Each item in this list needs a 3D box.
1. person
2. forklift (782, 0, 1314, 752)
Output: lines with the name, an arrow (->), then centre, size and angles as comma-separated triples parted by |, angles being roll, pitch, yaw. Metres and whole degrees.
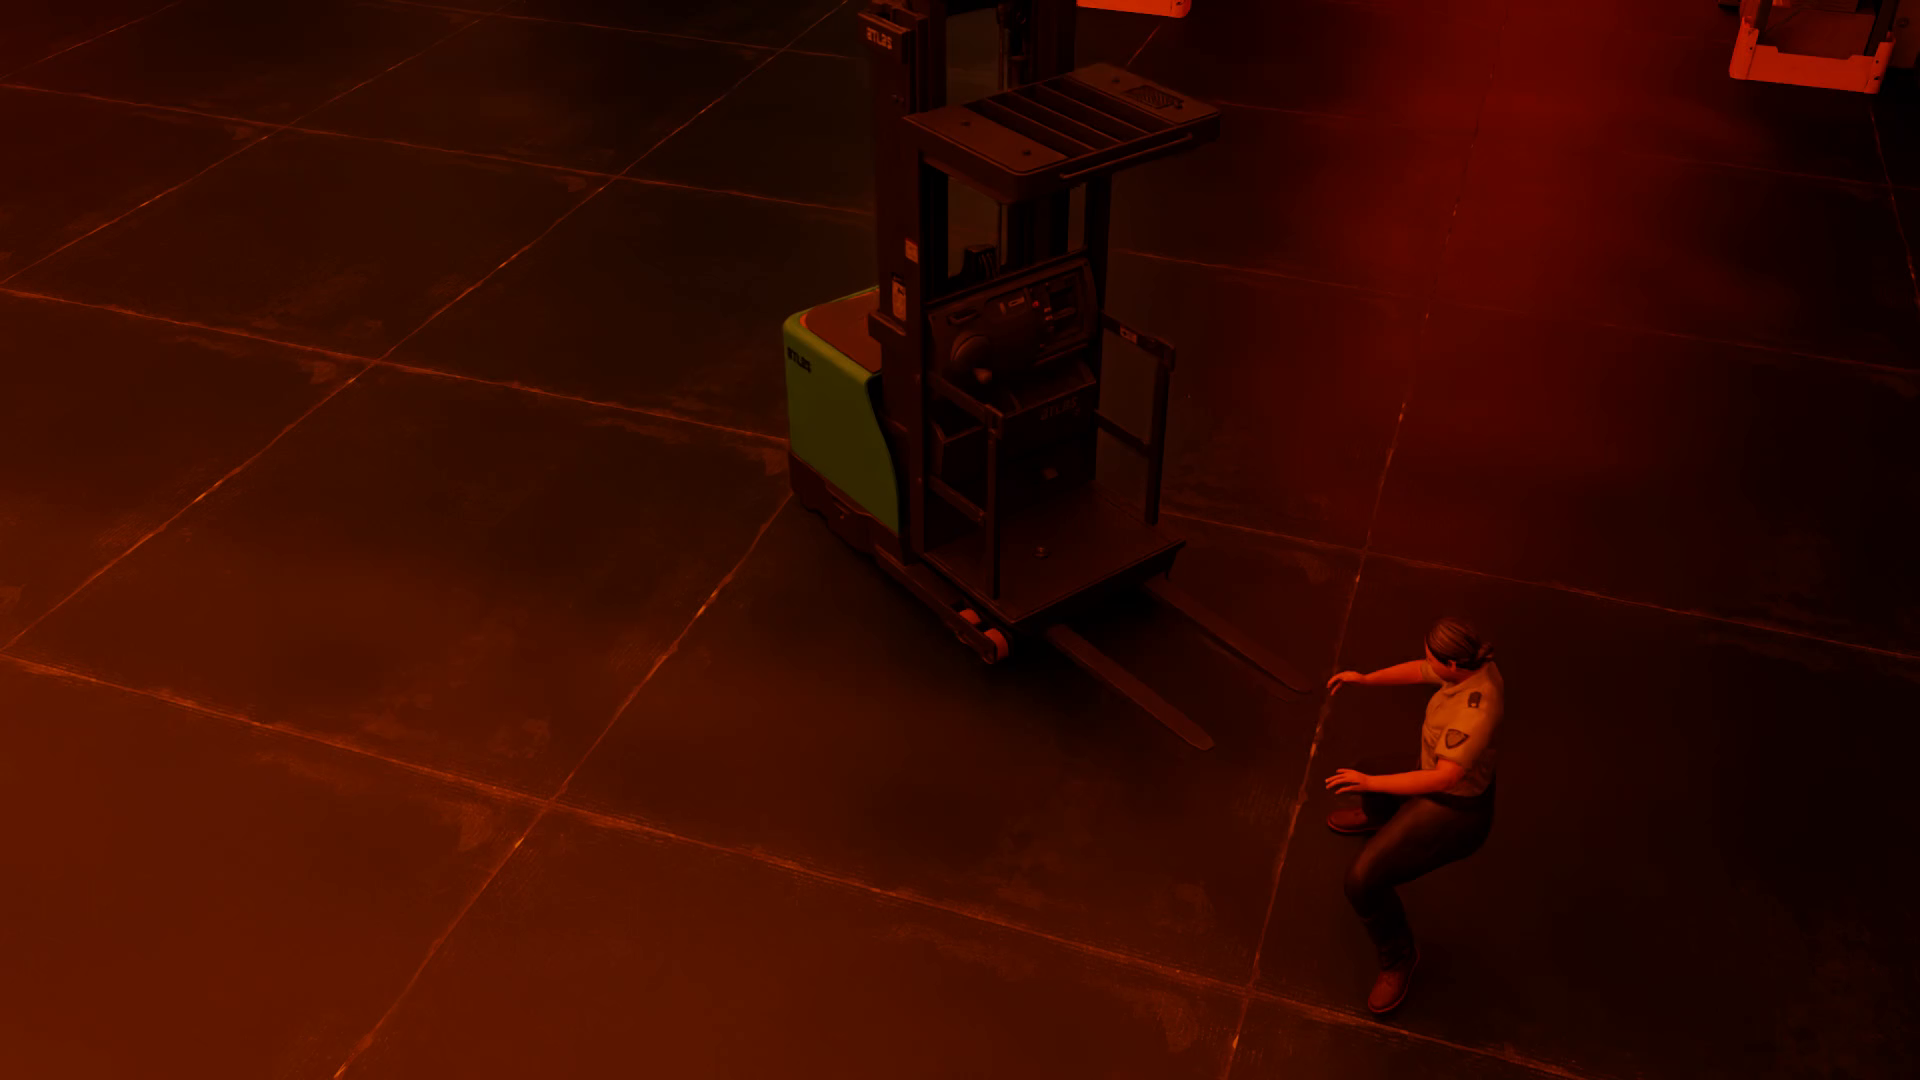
person -> 1.644, 0.885, 6.164 | 0.675, 1.425, 1.084 | 11, 37, 15
forklift -> 0.380, -0.936, 7.432 | 1.130, 2.935, 3.031 | -24, 42, -30
